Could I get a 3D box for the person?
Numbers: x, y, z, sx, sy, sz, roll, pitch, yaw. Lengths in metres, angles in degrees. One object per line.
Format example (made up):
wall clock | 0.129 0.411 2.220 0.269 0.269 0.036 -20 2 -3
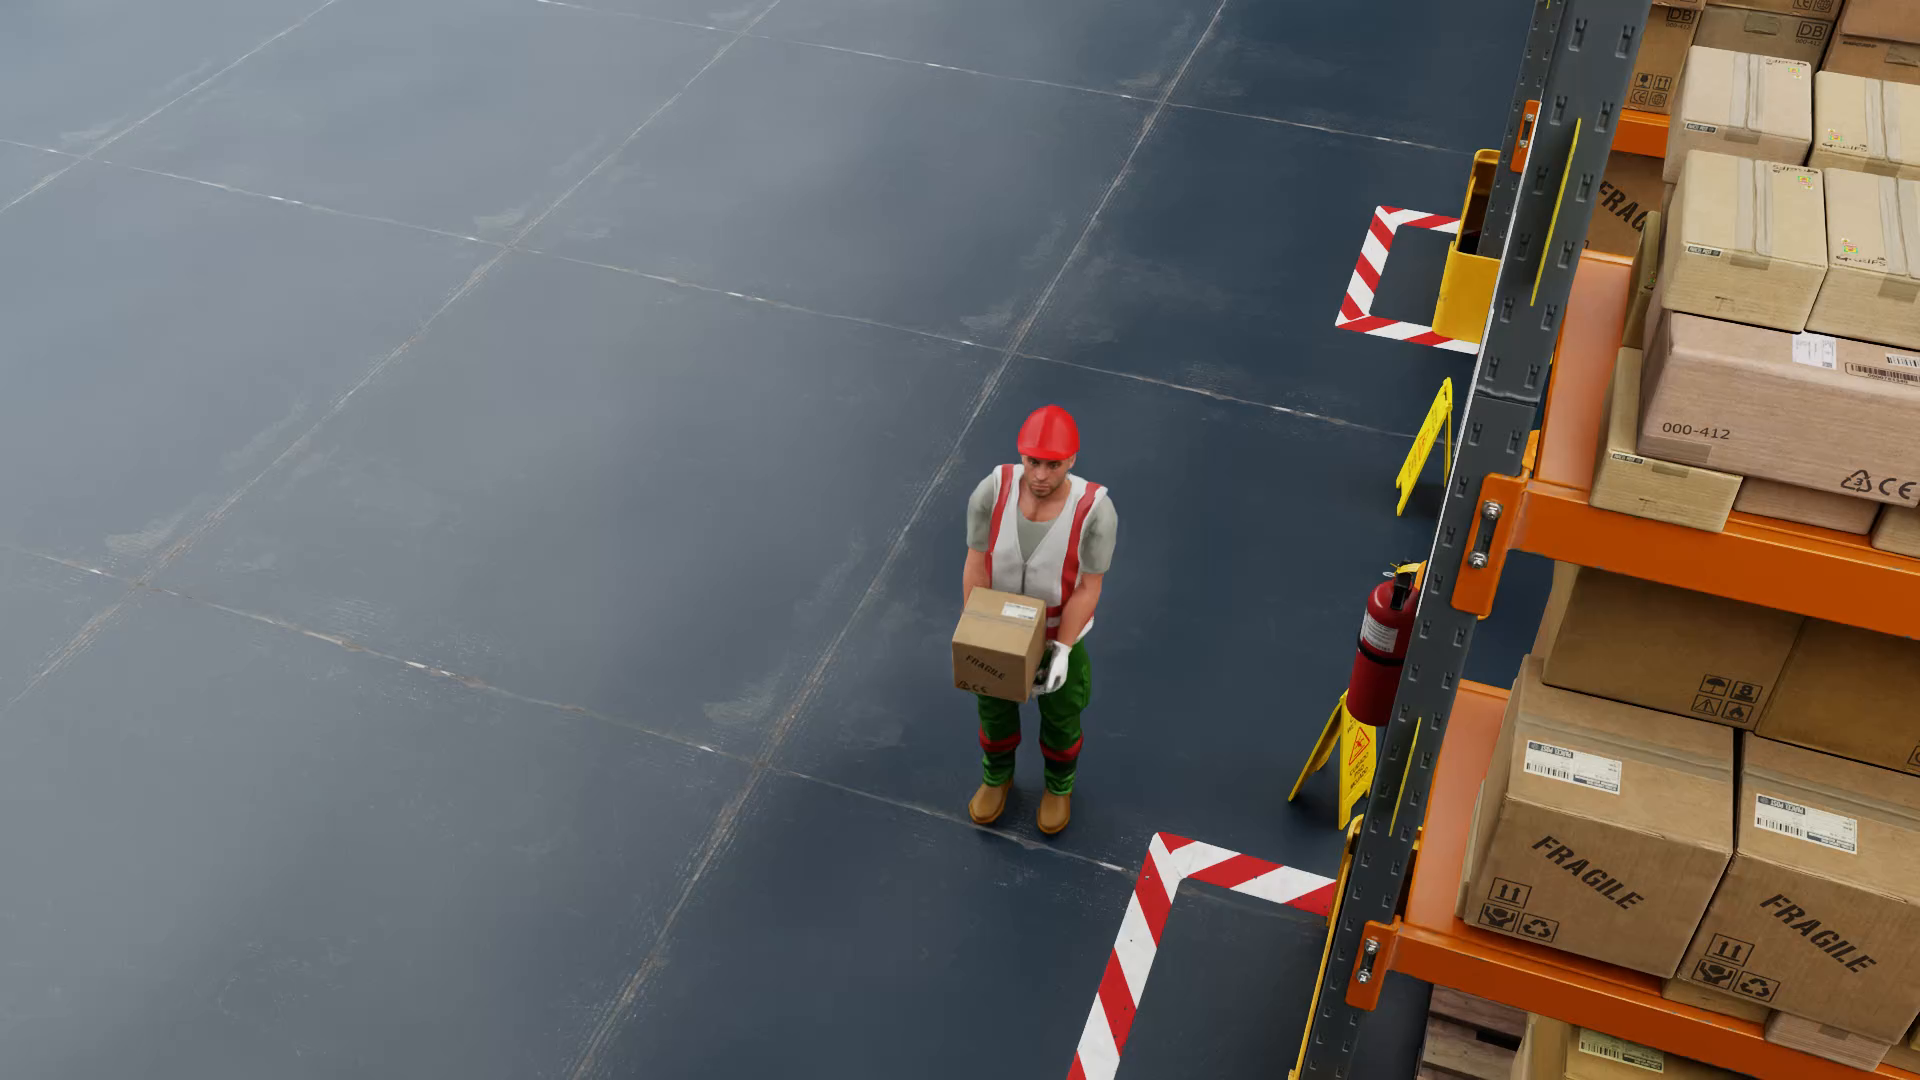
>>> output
person | 0.230 0.358 5.730 0.501 1.790 0.559 11 42 13
